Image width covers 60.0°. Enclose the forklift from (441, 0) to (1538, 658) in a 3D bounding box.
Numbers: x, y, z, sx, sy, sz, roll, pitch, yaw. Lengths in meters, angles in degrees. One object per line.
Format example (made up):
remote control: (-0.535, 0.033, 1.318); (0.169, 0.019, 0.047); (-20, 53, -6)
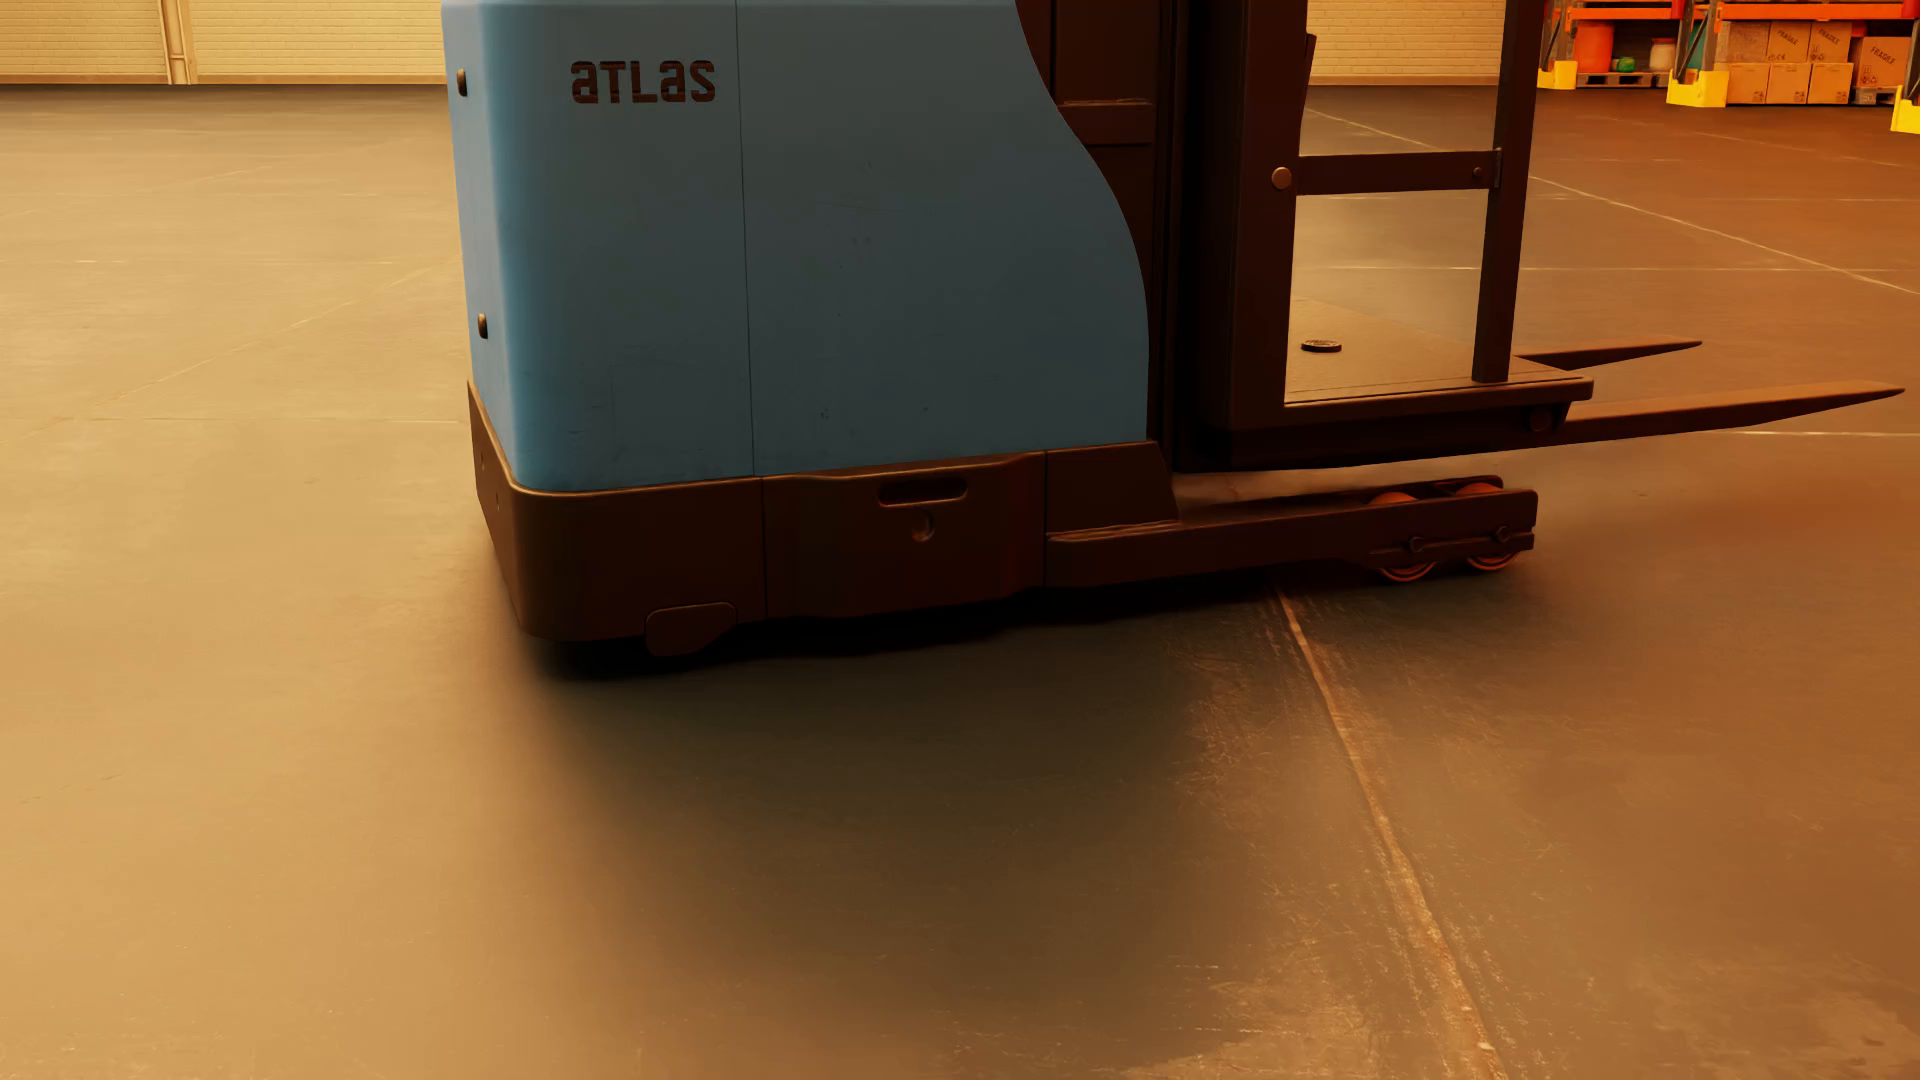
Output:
forklift: (0.571, -1.462, 3.137); (3.031, 2.935, 1.130); (-6, 18, -19)
